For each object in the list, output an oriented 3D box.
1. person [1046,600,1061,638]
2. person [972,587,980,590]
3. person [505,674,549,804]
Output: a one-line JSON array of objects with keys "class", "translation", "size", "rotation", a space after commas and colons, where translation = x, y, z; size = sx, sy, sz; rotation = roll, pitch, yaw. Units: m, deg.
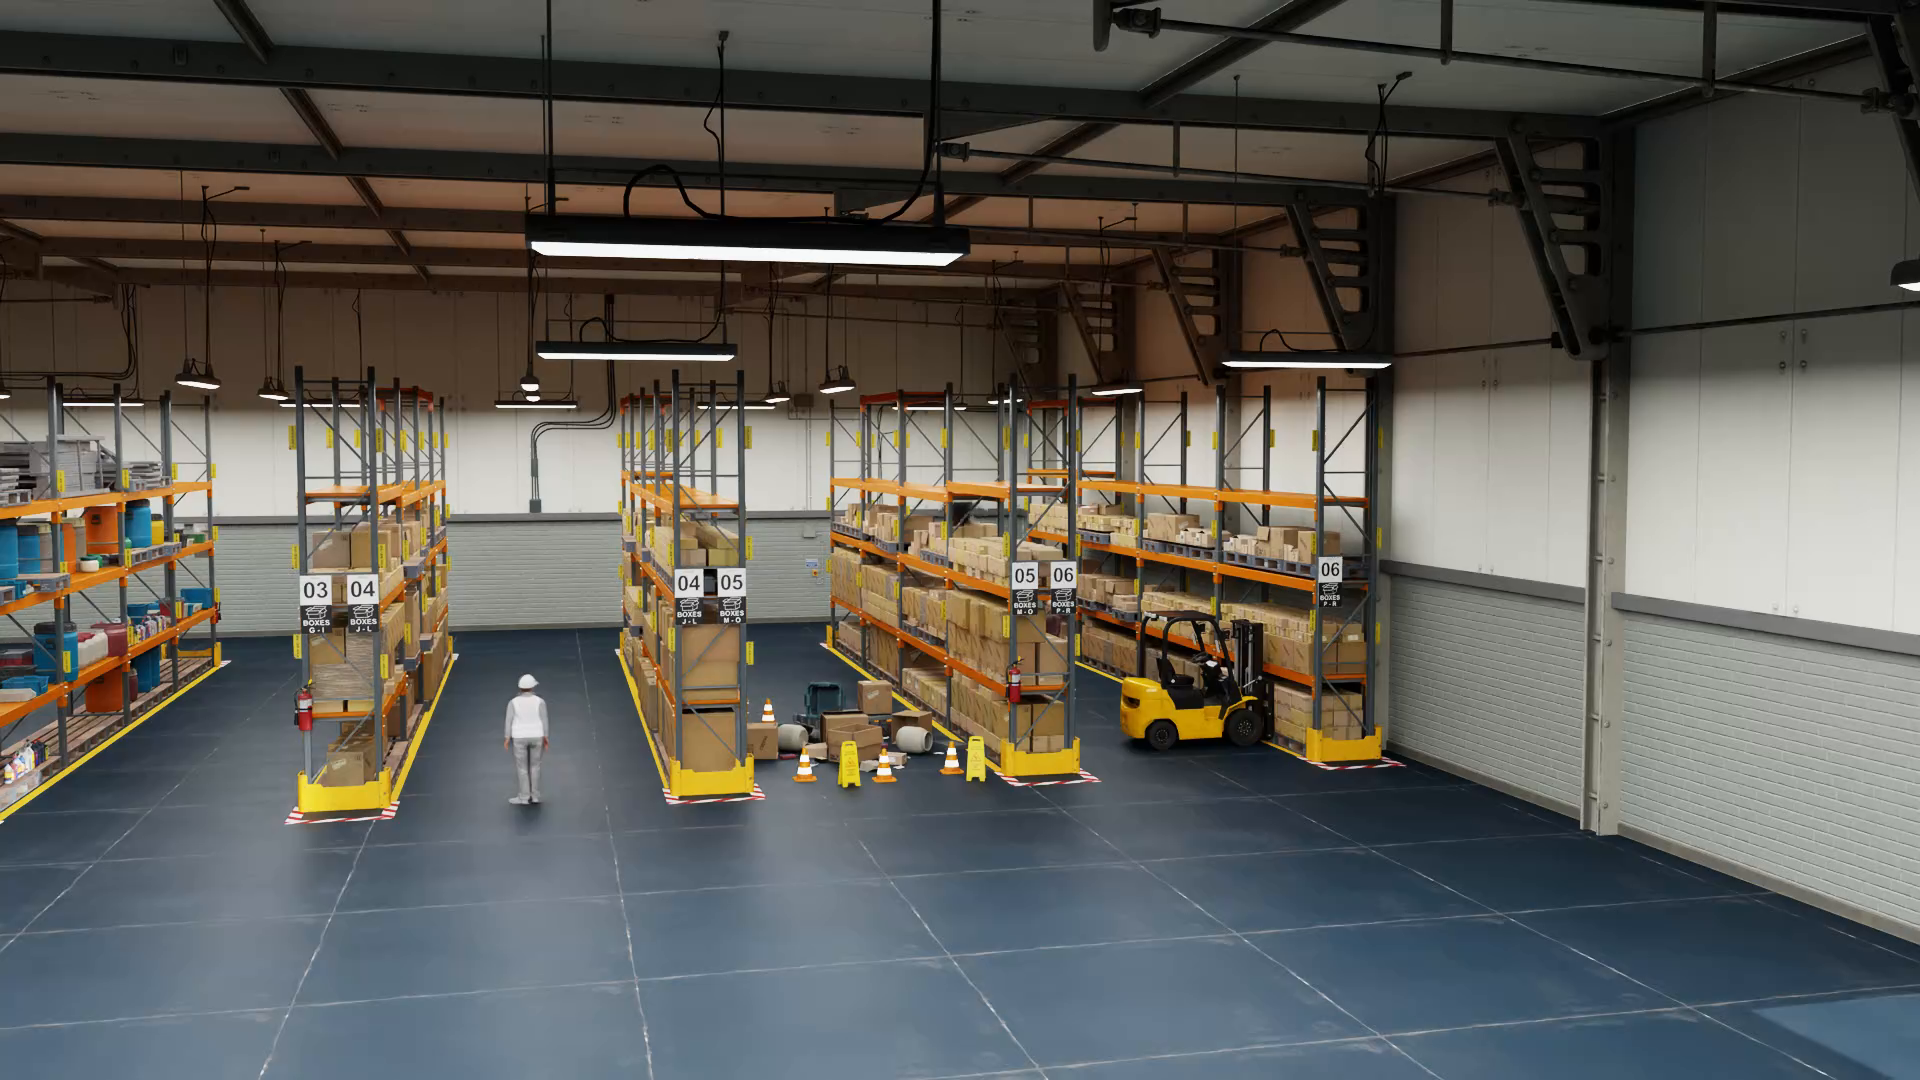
[{"class": "person", "translation": [1.824, 2.097, 33.619], "size": [0.386, 1.779, 0.613], "rotation": [-1, 4, -16]}, {"class": "person", "translation": [0.359, 1.811, 38.434], "size": [0.421, 1.784, 0.666], "rotation": [-2, 4, -26]}, {"class": "person", "translation": [-5.974, 2.754, 22.959], "size": [0.589, 1.804, 0.393], "rotation": [-1, 4, -18]}]
